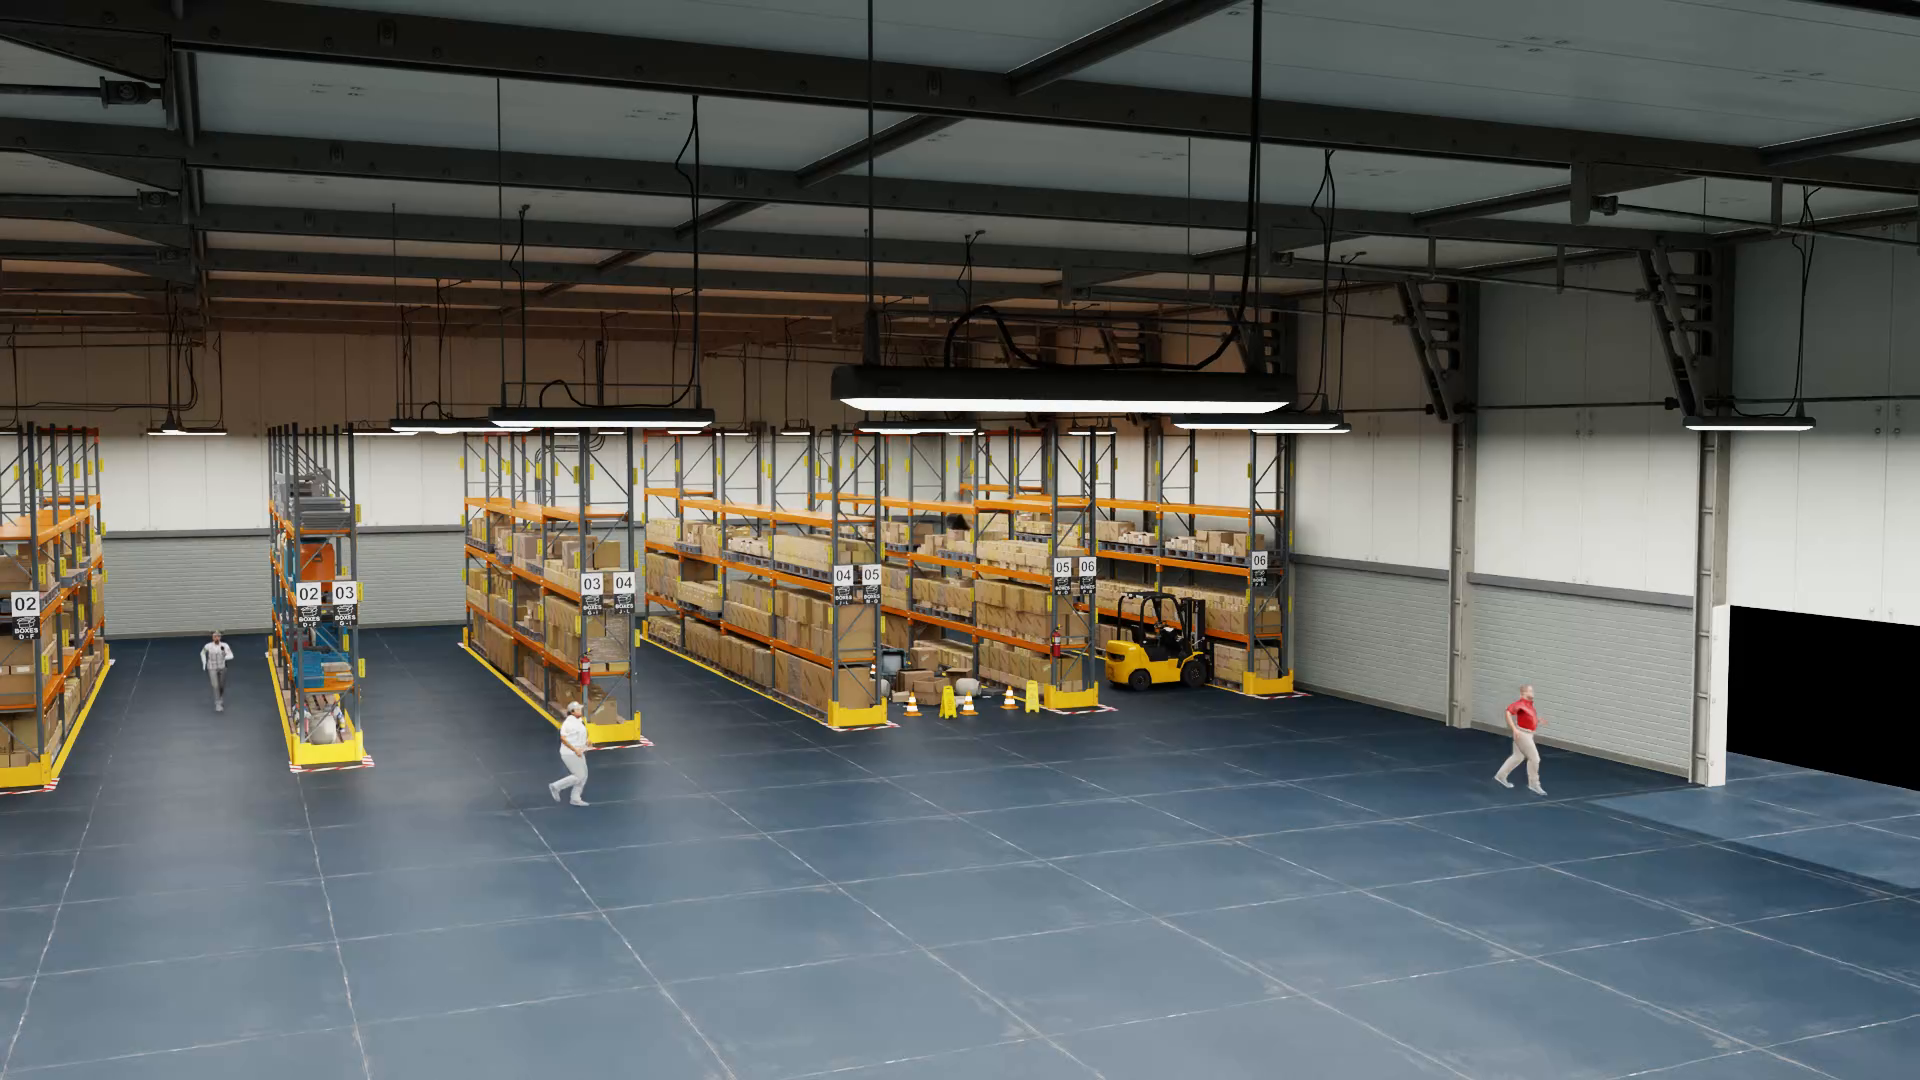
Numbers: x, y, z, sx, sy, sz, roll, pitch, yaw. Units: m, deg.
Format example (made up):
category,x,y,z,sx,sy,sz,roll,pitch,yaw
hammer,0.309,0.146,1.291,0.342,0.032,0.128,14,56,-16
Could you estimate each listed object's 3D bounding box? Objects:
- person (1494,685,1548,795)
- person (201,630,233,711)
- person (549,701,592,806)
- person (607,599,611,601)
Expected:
category,x,y,z,sx,sy,sz,roll,pitch,yaw
person,9.105,3.221,26.944,0.851,1.769,0.650,1,4,23
person,-15.641,2.716,35.034,0.612,1.677,0.900,-2,4,-29
person,-6.065,3.333,25.950,0.603,1.644,0.603,0,3,2
person,-10.316,1.964,47.916,0.770,1.693,0.785,2,4,26
